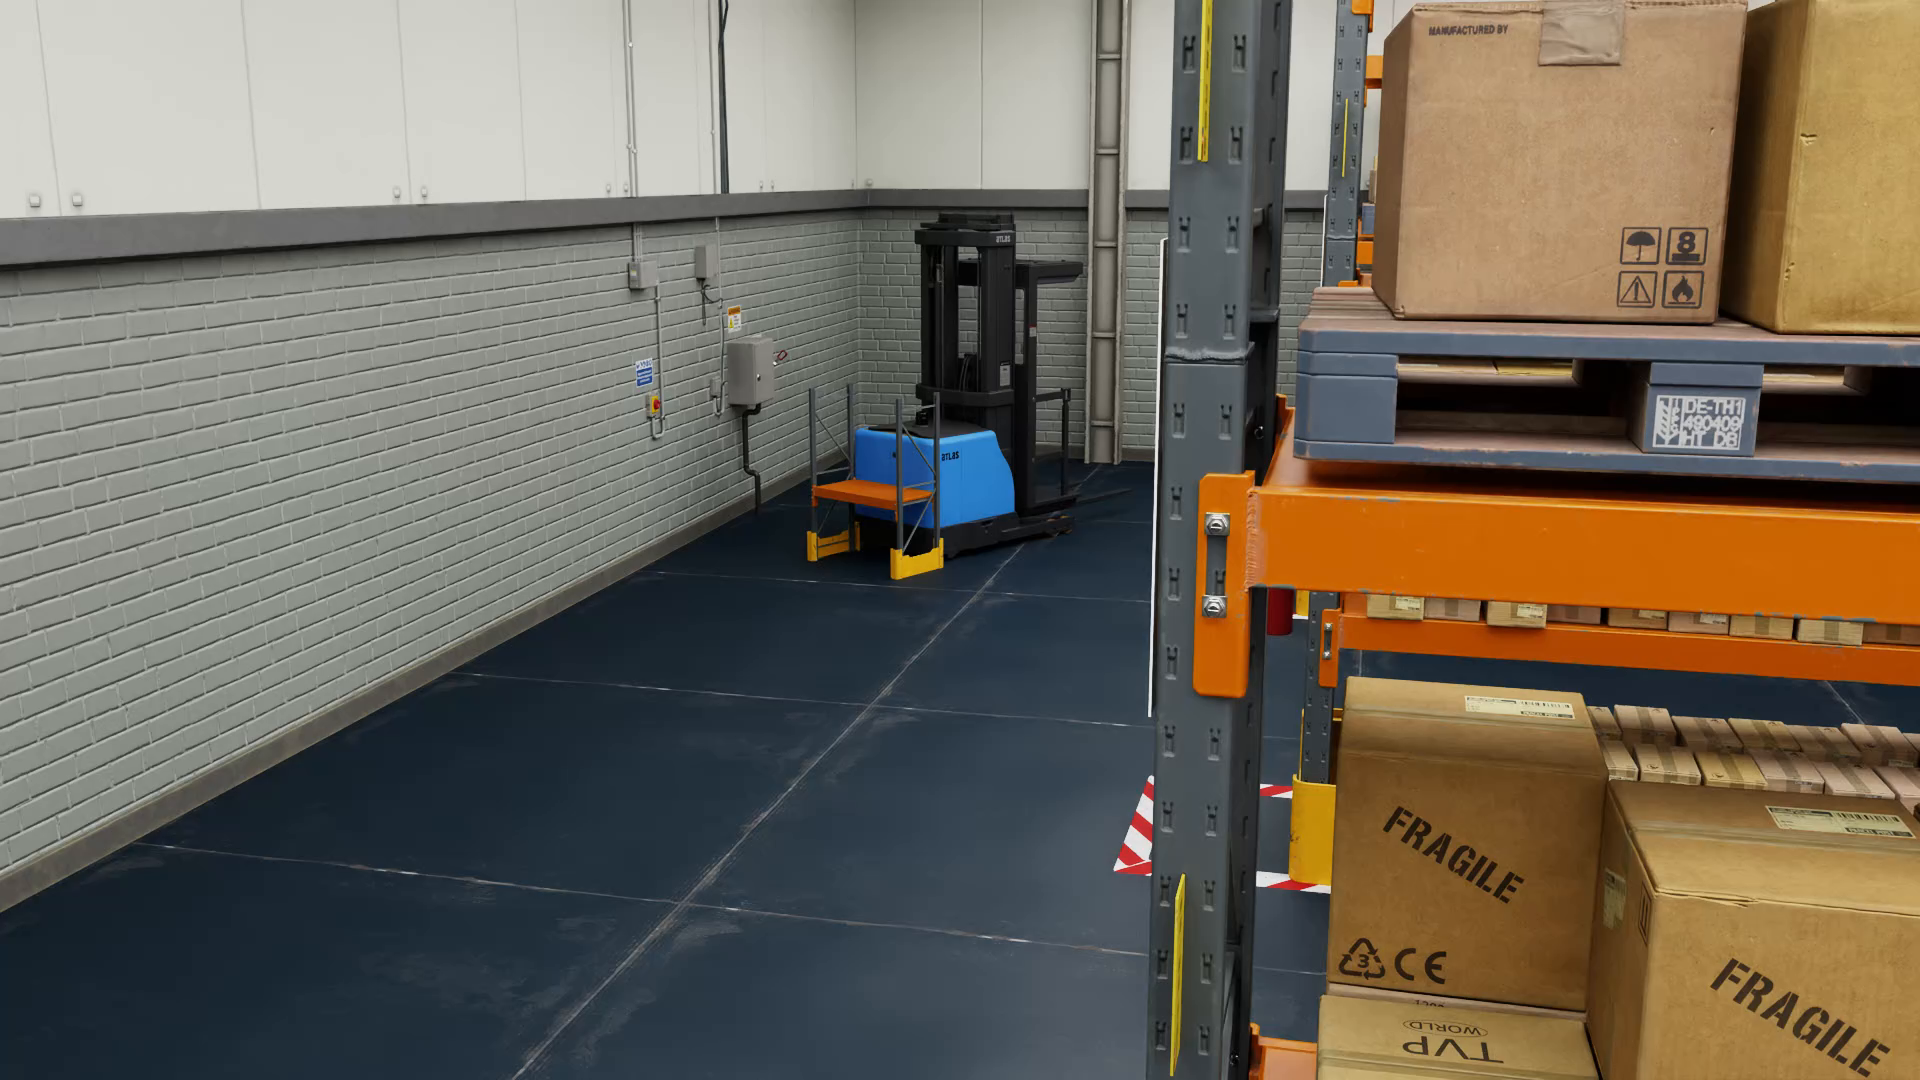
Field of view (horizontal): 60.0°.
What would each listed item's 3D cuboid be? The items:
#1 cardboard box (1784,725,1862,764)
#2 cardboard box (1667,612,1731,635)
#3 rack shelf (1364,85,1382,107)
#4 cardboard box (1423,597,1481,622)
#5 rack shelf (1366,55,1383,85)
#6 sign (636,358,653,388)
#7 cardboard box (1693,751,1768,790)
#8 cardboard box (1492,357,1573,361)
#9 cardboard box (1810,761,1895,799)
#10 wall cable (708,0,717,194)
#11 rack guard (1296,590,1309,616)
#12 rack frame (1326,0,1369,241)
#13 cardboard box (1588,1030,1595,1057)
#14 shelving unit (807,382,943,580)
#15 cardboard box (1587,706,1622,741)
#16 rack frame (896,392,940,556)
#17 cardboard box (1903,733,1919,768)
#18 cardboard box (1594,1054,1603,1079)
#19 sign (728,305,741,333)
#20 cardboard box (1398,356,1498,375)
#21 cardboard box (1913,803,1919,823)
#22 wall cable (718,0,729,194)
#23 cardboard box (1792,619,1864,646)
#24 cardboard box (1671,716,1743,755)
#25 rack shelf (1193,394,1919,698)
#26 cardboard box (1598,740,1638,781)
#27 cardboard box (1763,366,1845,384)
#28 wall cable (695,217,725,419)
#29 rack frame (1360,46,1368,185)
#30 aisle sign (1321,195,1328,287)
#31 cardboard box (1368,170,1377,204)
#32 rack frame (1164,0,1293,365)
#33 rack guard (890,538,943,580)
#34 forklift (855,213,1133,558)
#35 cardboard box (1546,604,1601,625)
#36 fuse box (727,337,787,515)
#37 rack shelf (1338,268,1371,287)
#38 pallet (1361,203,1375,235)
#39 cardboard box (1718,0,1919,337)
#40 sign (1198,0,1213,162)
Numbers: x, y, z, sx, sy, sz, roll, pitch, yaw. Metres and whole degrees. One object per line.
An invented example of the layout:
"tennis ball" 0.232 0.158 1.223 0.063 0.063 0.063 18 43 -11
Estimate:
"cardboard box" 4.111 1.020 7.951 0.250 0.149 0.380 3 13 11
"cardboard box" 3.309 0.303 7.521 0.250 0.149 0.380 3 13 12
"rack shelf" 6.009 -4.520 16.498 4.000 0.370 1.077 3 13 14
"cardboard box" 2.286 0.256 7.736 0.250 0.149 0.380 4 13 16
"rack shelf" 4.823 -3.282 11.835 4.000 0.370 1.077 3 13 14
"sign" -2.670 -1.416 14.067 0.001 0.218 0.327 3 13 14
"cardboard box" 3.503 1.102 7.581 0.250 0.149 0.380 3 13 14
"cardboard box" 2.789 -0.642 7.975 0.500 0.500 0.500 3 13 12
"cardboard box" 3.985 1.131 7.451 0.250 0.149 0.380 3 13 12
"wall cable" -2.526 -4.326 13.957 0.029 3.000 2.355 3 13 14
"rack guard" 2.858 0.216 13.108 0.348 0.500 1.175 3 13 14
"rack frame" 1.793 -2.886 7.466 0.127 3.000 1.000 3 13 14
"cardboard box" 1.533 1.004 3.441 0.500 0.250 0.500 3 13 13
"shelving unit" -0.734 -0.528 14.149 1.083 1.500 0.587 11 17 40
"cardboard box" 3.116 0.952 8.257 0.250 0.149 0.380 3 13 11
"rack frame" -0.345 -0.454 13.816 0.032 1.500 0.500 11 17 40
"cardboard box" 4.623 1.047 7.829 0.250 0.149 0.380 3 13 12
"cardboard box" 1.414 1.116 2.939 0.500 0.250 0.500 3 13 13
"sign" -2.168 -2.128 15.992 0.001 0.242 0.339 3 13 14
"cardboard box" 2.166 -0.560 7.608 0.500 0.500 0.500 3 13 13
"cardboard box" 1.898 0.776 2.741 0.500 0.500 0.500 3 13 12
"wall cable" -1.822 -4.928 16.585 0.133 3.039 2.988 3 13 14
"cardboard box" 3.808 0.341 7.350 0.250 0.149 0.380 3 13 15
"cardboard box" 3.620 0.991 8.080 0.250 0.149 0.380 3 13 12
"rack shelf" 2.449 0.071 2.724 4.000 0.370 1.077 3 13 14
"cardboard box" 2.992 1.062 7.760 0.250 0.149 0.380 2 13 11
"cardboard box" 3.652 -0.478 7.237 0.500 0.500 0.500 3 13 12
"wall cable" -2.270 -2.086 15.365 0.122 1.984 0.588 3 13 14
"rack frame" 4.067 -4.976 16.887 0.127 3.000 1.000 3 13 14
"aisle sign" 1.651 -1.167 7.567 0.004 0.787 0.394 3 13 14
"cardboard box" 3.340 -2.644 12.446 0.500 0.250 0.500 2 13 8
"rack frame" 0.507 -1.848 2.789 0.127 3.000 1.000 3 13 14
"rack guard" -0.359 0.153 13.965 0.087 0.250 0.587 11 17 40
"forklift" 0.429 -1.529 15.359 1.130 2.935 3.031 12 17 42
"cardboard box" 2.819 0.265 7.692 0.250 0.149 0.380 4 13 16
"fuse box" -1.954 -1.096 16.225 0.414 1.711 0.539 3 13 14
"rack shelf" 3.735 -0.967 7.401 4.000 0.370 1.077 3 13 14
"pallet" 3.604 -2.388 12.352 1.213 0.211 1.003 3 13 14
"cardboard box" 1.542 -0.616 2.730 0.500 0.500 0.700 3 13 11
"sign" 0.368 -0.733 2.486 0.005 0.325 0.100 3 13 14
